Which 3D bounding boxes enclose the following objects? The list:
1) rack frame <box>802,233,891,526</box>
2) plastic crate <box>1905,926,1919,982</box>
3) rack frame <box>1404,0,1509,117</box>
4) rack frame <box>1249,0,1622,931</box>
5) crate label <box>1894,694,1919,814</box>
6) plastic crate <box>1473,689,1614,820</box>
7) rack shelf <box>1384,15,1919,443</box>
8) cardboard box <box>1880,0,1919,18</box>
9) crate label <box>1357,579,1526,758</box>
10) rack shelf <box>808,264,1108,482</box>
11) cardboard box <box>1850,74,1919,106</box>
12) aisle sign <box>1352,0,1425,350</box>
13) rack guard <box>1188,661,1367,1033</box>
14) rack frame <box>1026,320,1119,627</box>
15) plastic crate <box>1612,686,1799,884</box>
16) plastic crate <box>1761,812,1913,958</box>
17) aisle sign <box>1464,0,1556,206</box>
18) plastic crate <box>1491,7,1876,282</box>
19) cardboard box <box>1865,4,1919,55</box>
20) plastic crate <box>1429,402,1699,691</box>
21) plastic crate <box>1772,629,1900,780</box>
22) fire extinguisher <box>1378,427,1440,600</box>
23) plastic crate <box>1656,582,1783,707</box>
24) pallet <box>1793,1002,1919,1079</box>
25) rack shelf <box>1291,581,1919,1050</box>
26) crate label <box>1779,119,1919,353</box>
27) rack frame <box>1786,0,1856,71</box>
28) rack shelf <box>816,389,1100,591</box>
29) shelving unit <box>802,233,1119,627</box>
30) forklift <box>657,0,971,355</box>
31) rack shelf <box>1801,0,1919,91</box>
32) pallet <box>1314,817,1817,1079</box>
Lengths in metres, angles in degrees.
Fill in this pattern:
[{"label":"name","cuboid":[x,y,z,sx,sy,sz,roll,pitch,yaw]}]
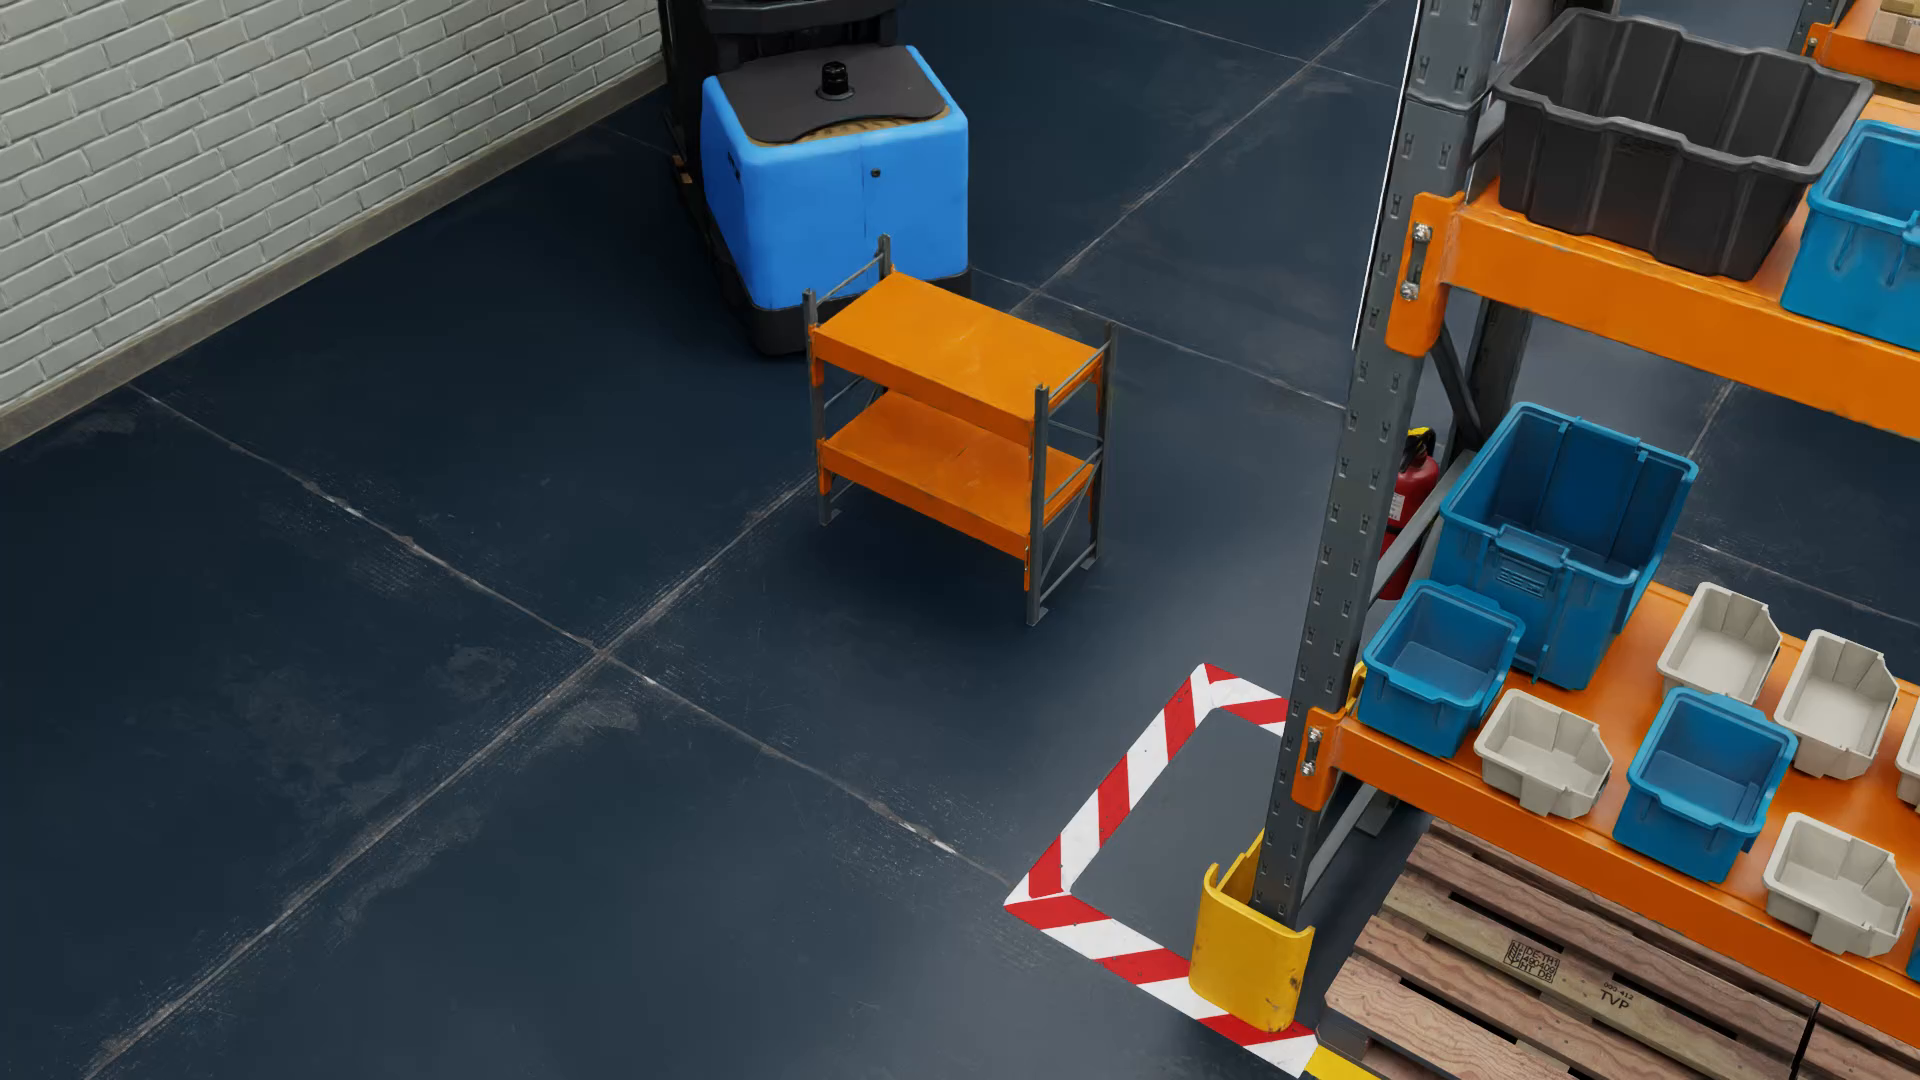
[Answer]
[{"label":"rack frame","cuboid":[-0.422,-0.616,6.595,0.032,1.125,0.500,25,48,25]},{"label":"plastic crate","cuboid":[2.284,0.839,3.643,0.300,0.233,0.416,25,48,25]},{"label":"rack frame","cuboid":[1.193,-2.215,2.477,0.127,3.000,1.000,25,48,25]},{"label":"rack frame","cuboid":[1.193,0.021,4.477,0.127,3.000,1.000,25,48,25]},{"label":"crate label","cuboid":[2.435,0.522,4.069,0.243,0.136,0.396,25,48,25]},{"label":"plastic crate","cuboid":[1.421,0.539,4.051,0.298,0.136,0.250,25,48,25]},{"label":"rack shelf","cuboid":[2.830,-0.063,2.861,4.000,0.370,1.077,25,48,25]},{"label":"cardboard box","cuboid":[4.275,-2.407,7.080,0.500,0.250,0.500,24,47,24]},{"label":"crate label","cuboid":[1.206,0.335,4.206,0.303,0.233,0.416,25,48,25]},{"label":"rack shelf","cuboid":[-0.006,-0.640,6.183,1.000,0.278,0.538,25,48,25]},{"label":"cardboard box","cuboid":[4.607,-1.846,7.842,0.875,0.875,0.875,25,48,25]},{"label":"aisle sign","cuboid":[0.963,-0.813,3.460,0.004,0.787,0.394,25,48,25]},{"label":"rack guard","cuboid":[1.166,0.950,5.313,0.348,0.500,1.175,25,48,25]},{"label":"rack frame","cuboid":[0.411,-0.227,6.160,0.032,1.125,0.500,25,48,25]},{"label":"plastic crate","cuboid":[1.745,0.587,3.925,0.300,0.233,0.416,25,48,25]},{"label":"plastic crate","cuboid":[1.976,0.799,3.760,0.298,0.136,0.250,25,48,25]},{"label":"aisle sign","cuboid":[1.302,-1.135,3.820,0.004,0.787,0.394,25,48,25]},{"label":"plastic crate","cuboid":[1.348,-0.749,3.186,0.590,0.269,0.497,25,48,25]},{"label":"cardboard box","cuboid":[4.138,-2.273,7.230,0.250,0.149,0.380,26,48,26]},{"label":"plastic crate","cuboid":[1.574,0.012,4.416,0.499,0.435,0.616,25,48,25]},{"label":"plastic crate","cuboid":[2.193,0.429,4.174,0.243,0.136,0.396,25,48,25]},{"label":"fire extinguisher","cuboid":[1.330,-0.117,4.969,0.183,0.674,0.296,25,48,25]},{"label":"plastic crate","cuboid":[1.964,0.310,4.306,0.243,0.136,0.396,25,48,25]},{"label":"pallet","cuboid":[2.840,1.865,4.508,1.213,0.211,1.003,25,48,25]},{"label":"rack shelf","cuboid":[2.830,1.055,3.861,4.000,0.370,1.077,25,48,25]},{"label":"crate label","cuboid":[1.763,-0.512,2.934,0.502,0.251,0.408,25,48,25]},{"label":"rack frame","cuboid":[4.037,-2.683,7.499,0.127,3.000,1.000,25,48,25]},{"label":"rack shelf","cuboid":[-0.006,-0.240,6.541,1.000,0.278,0.538,25,48,25]},{"label":"shelving unit","cuboid":[-0.006,-0.422,6.378,1.048,1.125,0.538,25,48,25]},{"label":"forklift","cuboid":[-0.915,-2.931,7.828,1.130,2.935,3.031,-13,43,-14]},{"label":"rack shelf","cuboid":[5.674,-1.649,6.883,4.000,0.370,1.077,25,48,25]},{"label":"pallet","cuboid":[1.846,1.397,5.030,1.213,0.211,1.003,25,48,25]}]
